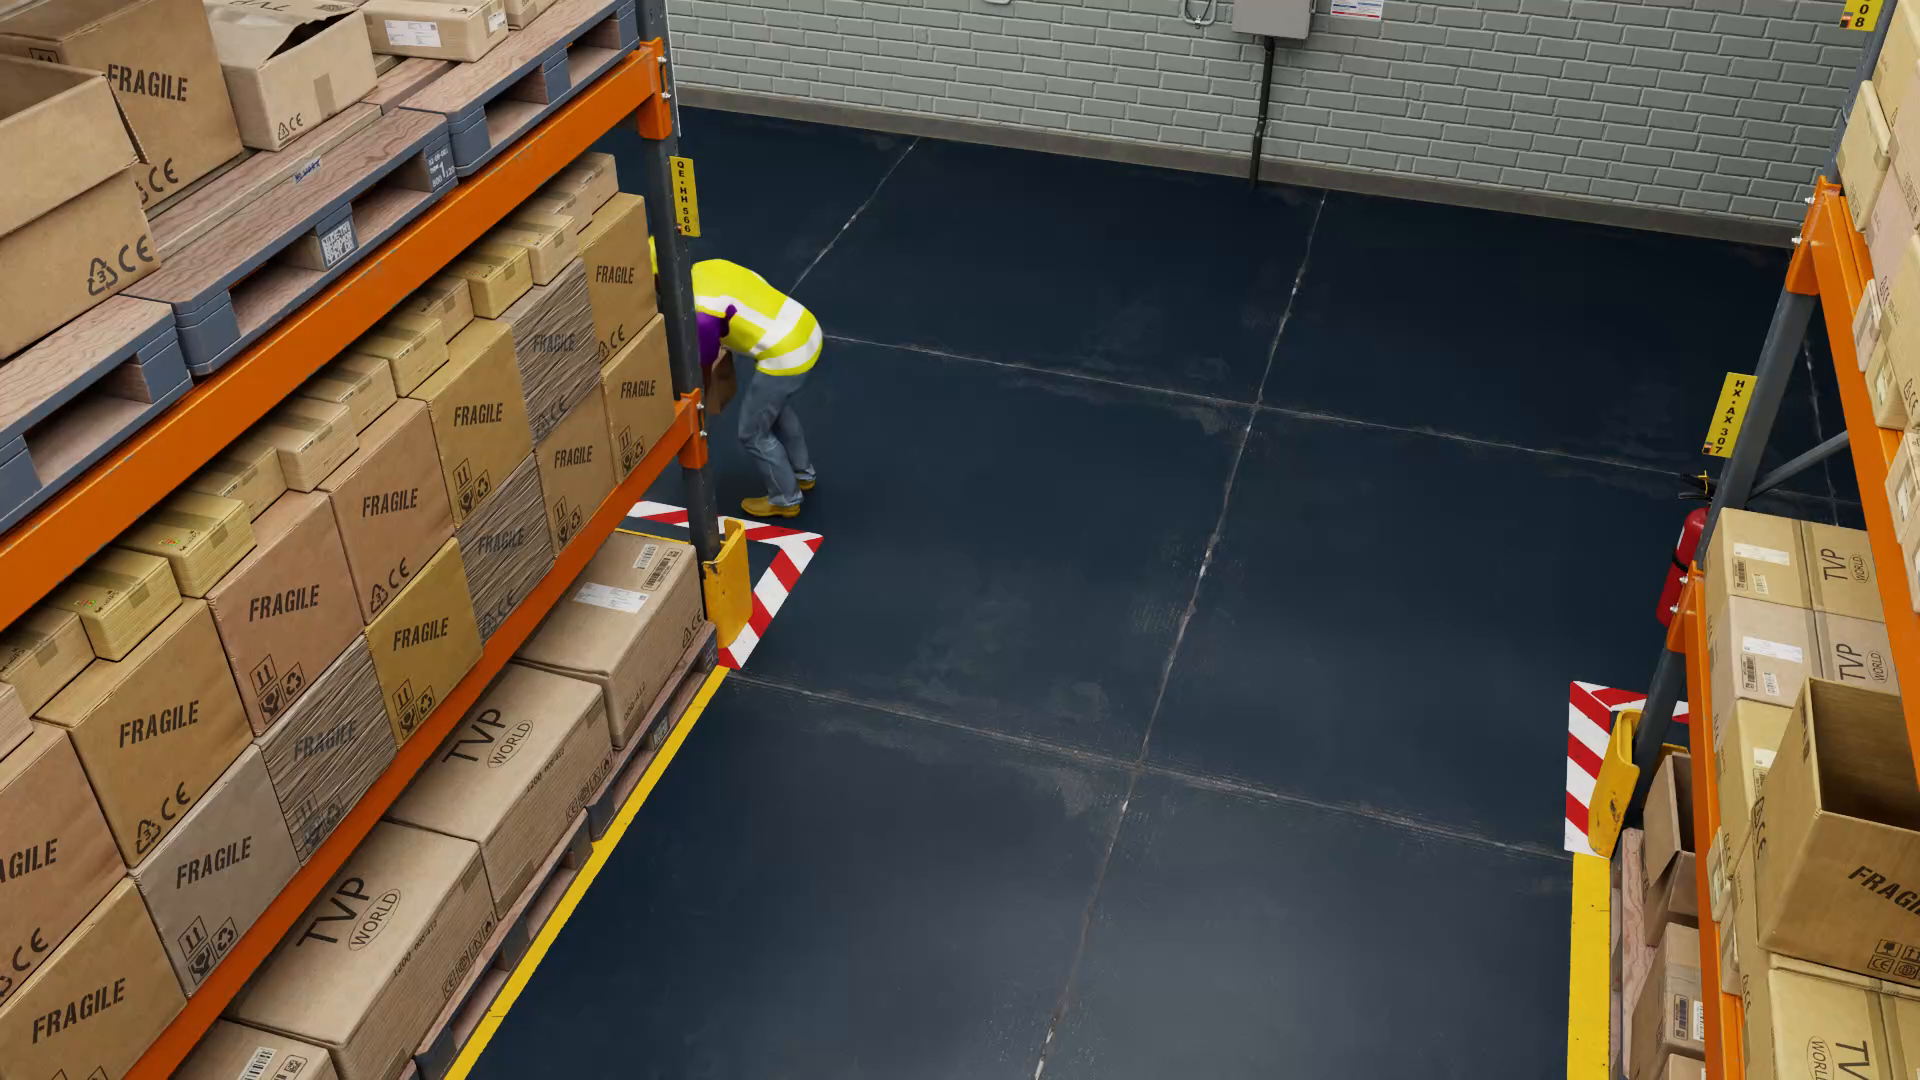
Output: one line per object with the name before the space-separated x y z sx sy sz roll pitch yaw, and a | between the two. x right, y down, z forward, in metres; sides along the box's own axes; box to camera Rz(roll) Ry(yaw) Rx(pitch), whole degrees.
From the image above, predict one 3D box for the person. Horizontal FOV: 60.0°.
person | -1.109 -0.818 8.223 0.857 1.454 0.488 7 37 9
